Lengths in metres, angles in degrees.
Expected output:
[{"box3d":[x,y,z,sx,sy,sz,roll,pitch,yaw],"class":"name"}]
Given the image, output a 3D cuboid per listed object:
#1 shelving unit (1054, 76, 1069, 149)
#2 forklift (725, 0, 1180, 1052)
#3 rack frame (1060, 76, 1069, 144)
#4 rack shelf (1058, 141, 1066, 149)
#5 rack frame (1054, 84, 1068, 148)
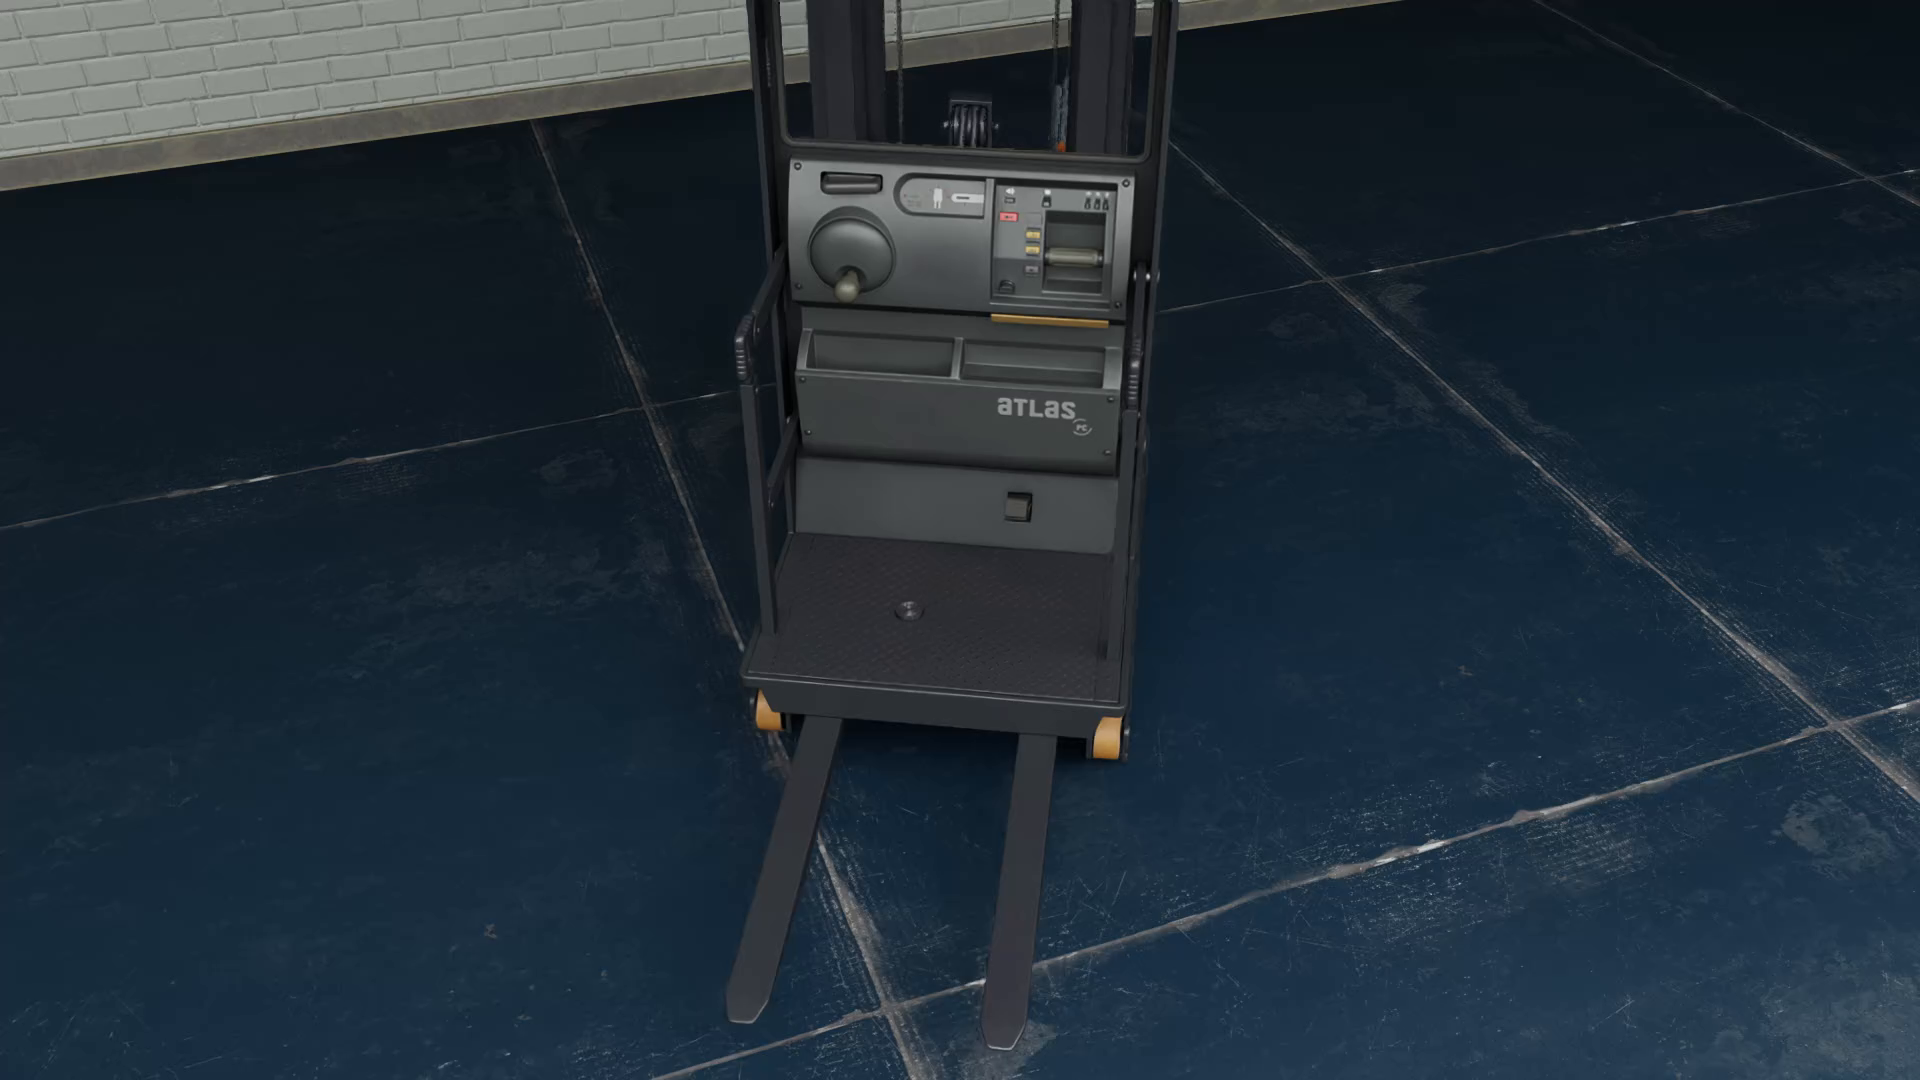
[{"box3d":[0.448,-1.087,6.184,0.258,1.200,0.189,8,25,10],"class":"shelving unit"},{"box3d":[-0.026,-0.748,4.307,1.130,2.935,3.031,4,37,6],"class":"forklift"},{"box3d":[0.468,-1.123,6.266,0.240,1.200,0.006,8,25,10],"class":"rack frame"},{"box3d":[0.463,-1.373,6.052,0.258,0.103,0.180,8,25,10],"class":"rack shelf"},{"box3d":[0.428,-1.050,6.103,0.240,1.200,0.006,8,25,10],"class":"rack frame"}]
